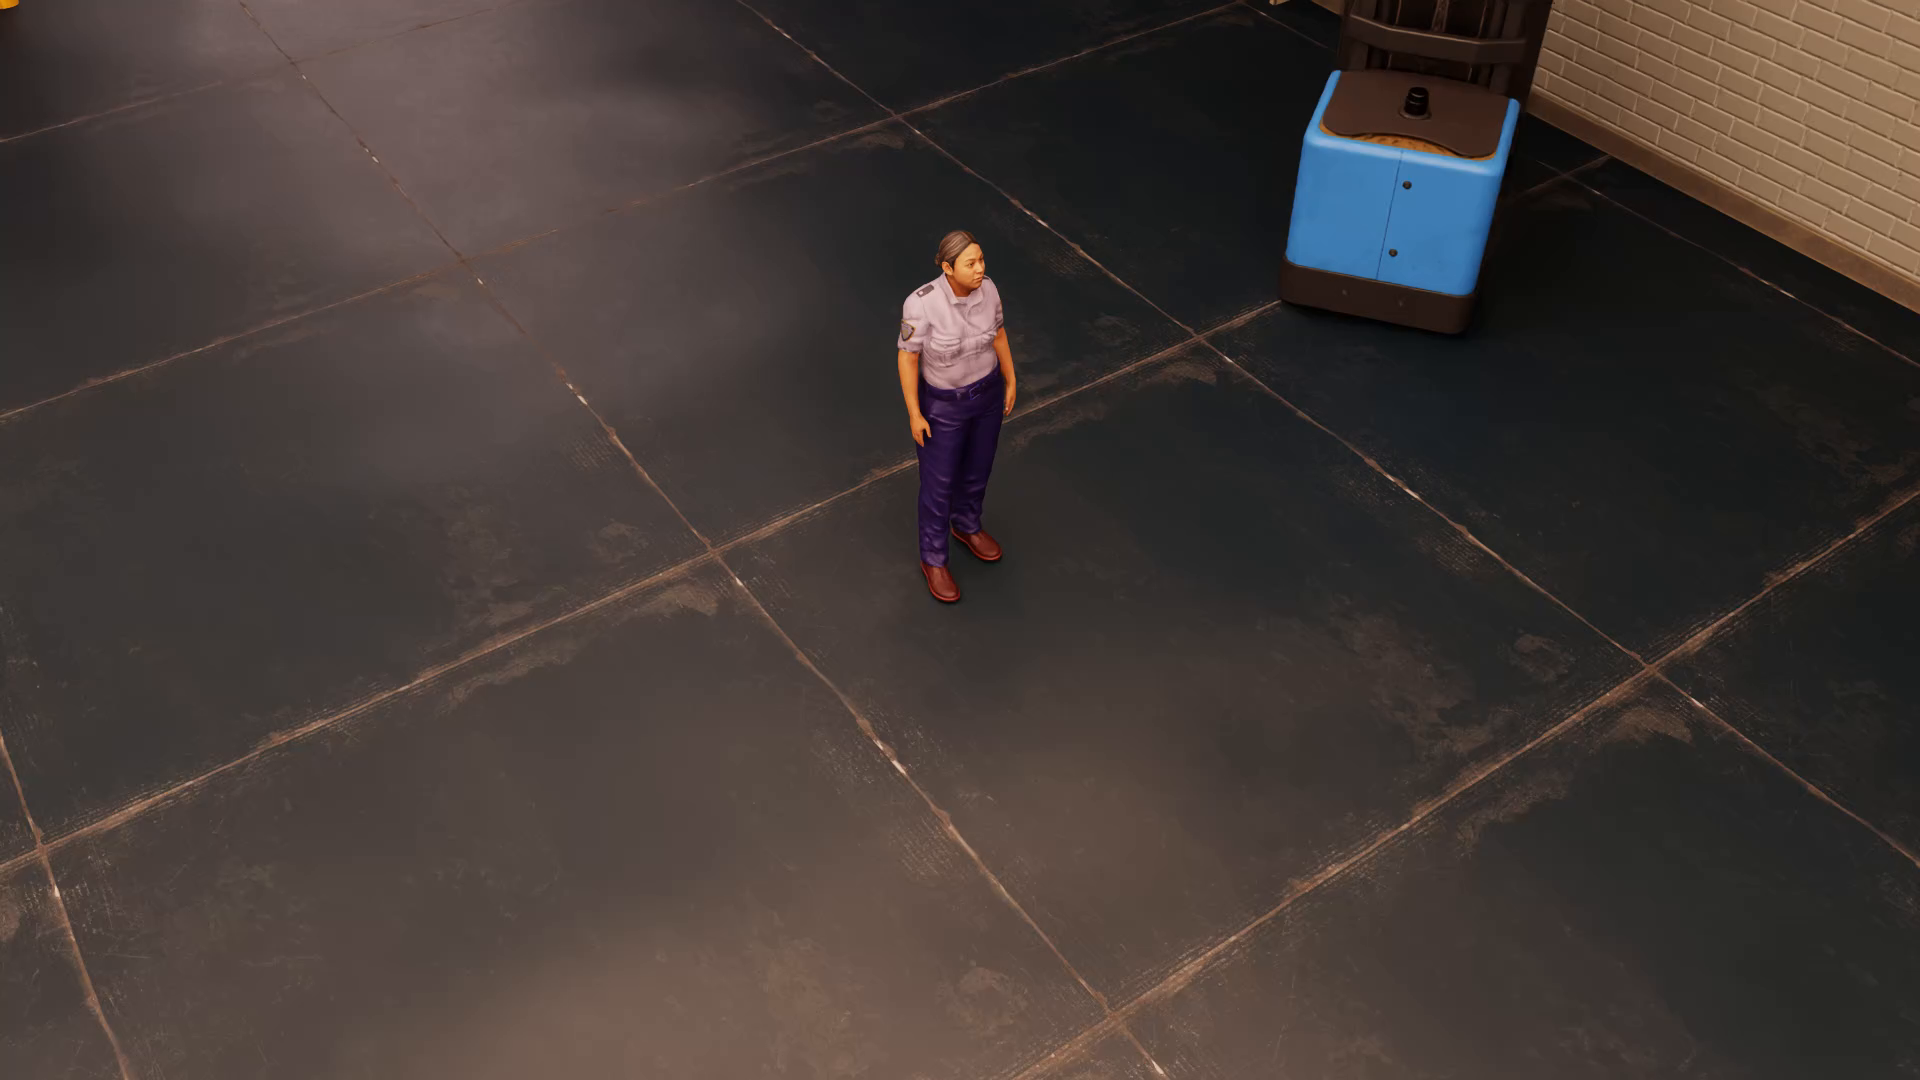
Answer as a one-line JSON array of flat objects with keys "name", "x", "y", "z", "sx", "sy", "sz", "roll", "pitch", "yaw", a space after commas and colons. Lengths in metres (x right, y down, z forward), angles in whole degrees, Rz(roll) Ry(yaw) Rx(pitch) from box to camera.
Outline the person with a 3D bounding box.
[{"name": "person", "x": 0.033, "y": -0.552, "z": 7.251, "sx": 0.598, "sy": 1.651, "sz": 0.502, "roll": -25, "pitch": 48, "yaw": -25}]

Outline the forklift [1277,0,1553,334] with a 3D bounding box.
[{"name": "forklift", "x": 2.753, "y": -3.201, "z": 9.189, "sx": 1.130, "sy": 2.935, "sz": 3.031, "roll": 14, "pitch": 44, "yaw": 15}]
